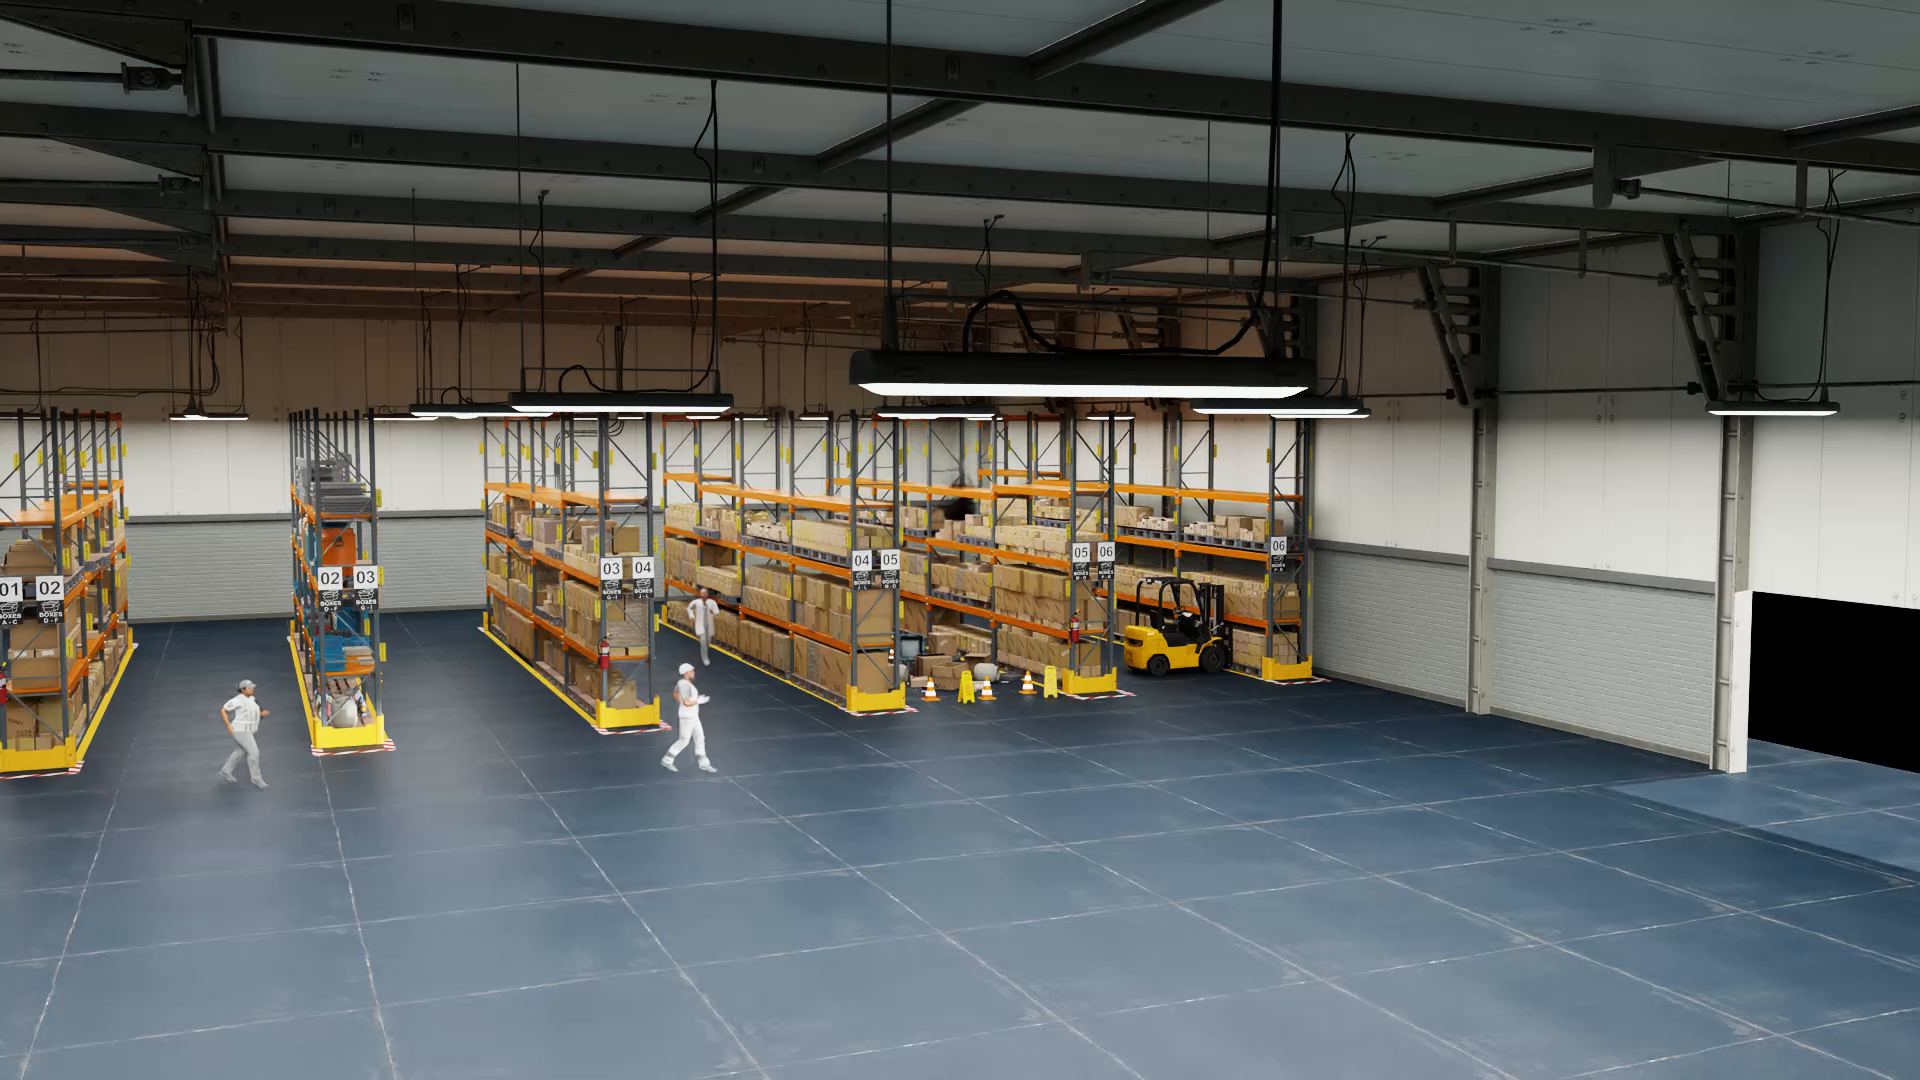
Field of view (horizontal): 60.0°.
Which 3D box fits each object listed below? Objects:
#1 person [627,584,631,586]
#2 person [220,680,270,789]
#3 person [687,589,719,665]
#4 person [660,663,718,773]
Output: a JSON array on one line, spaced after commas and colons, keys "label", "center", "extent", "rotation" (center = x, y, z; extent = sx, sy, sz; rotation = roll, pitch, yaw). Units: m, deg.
[{"label": "person", "center": [-9.606, 1.594, 47.720], "extent": [0.662, 1.616, 0.609], "rotation": [1, 4, 12]}, {"label": "person", "center": [-11.283, 3.048, 26.183], "extent": [0.838, 1.711, 0.580], "rotation": [0, 4, 2]}, {"label": "person", "center": [-6.082, 2.035, 39.560], "extent": [0.701, 1.765, 1.063], "rotation": [-2, 4, -25]}, {"label": "person", "center": [-4.415, 2.903, 27.034], "extent": [0.915, 1.806, 0.644], "rotation": [0, 4, -1]}]
